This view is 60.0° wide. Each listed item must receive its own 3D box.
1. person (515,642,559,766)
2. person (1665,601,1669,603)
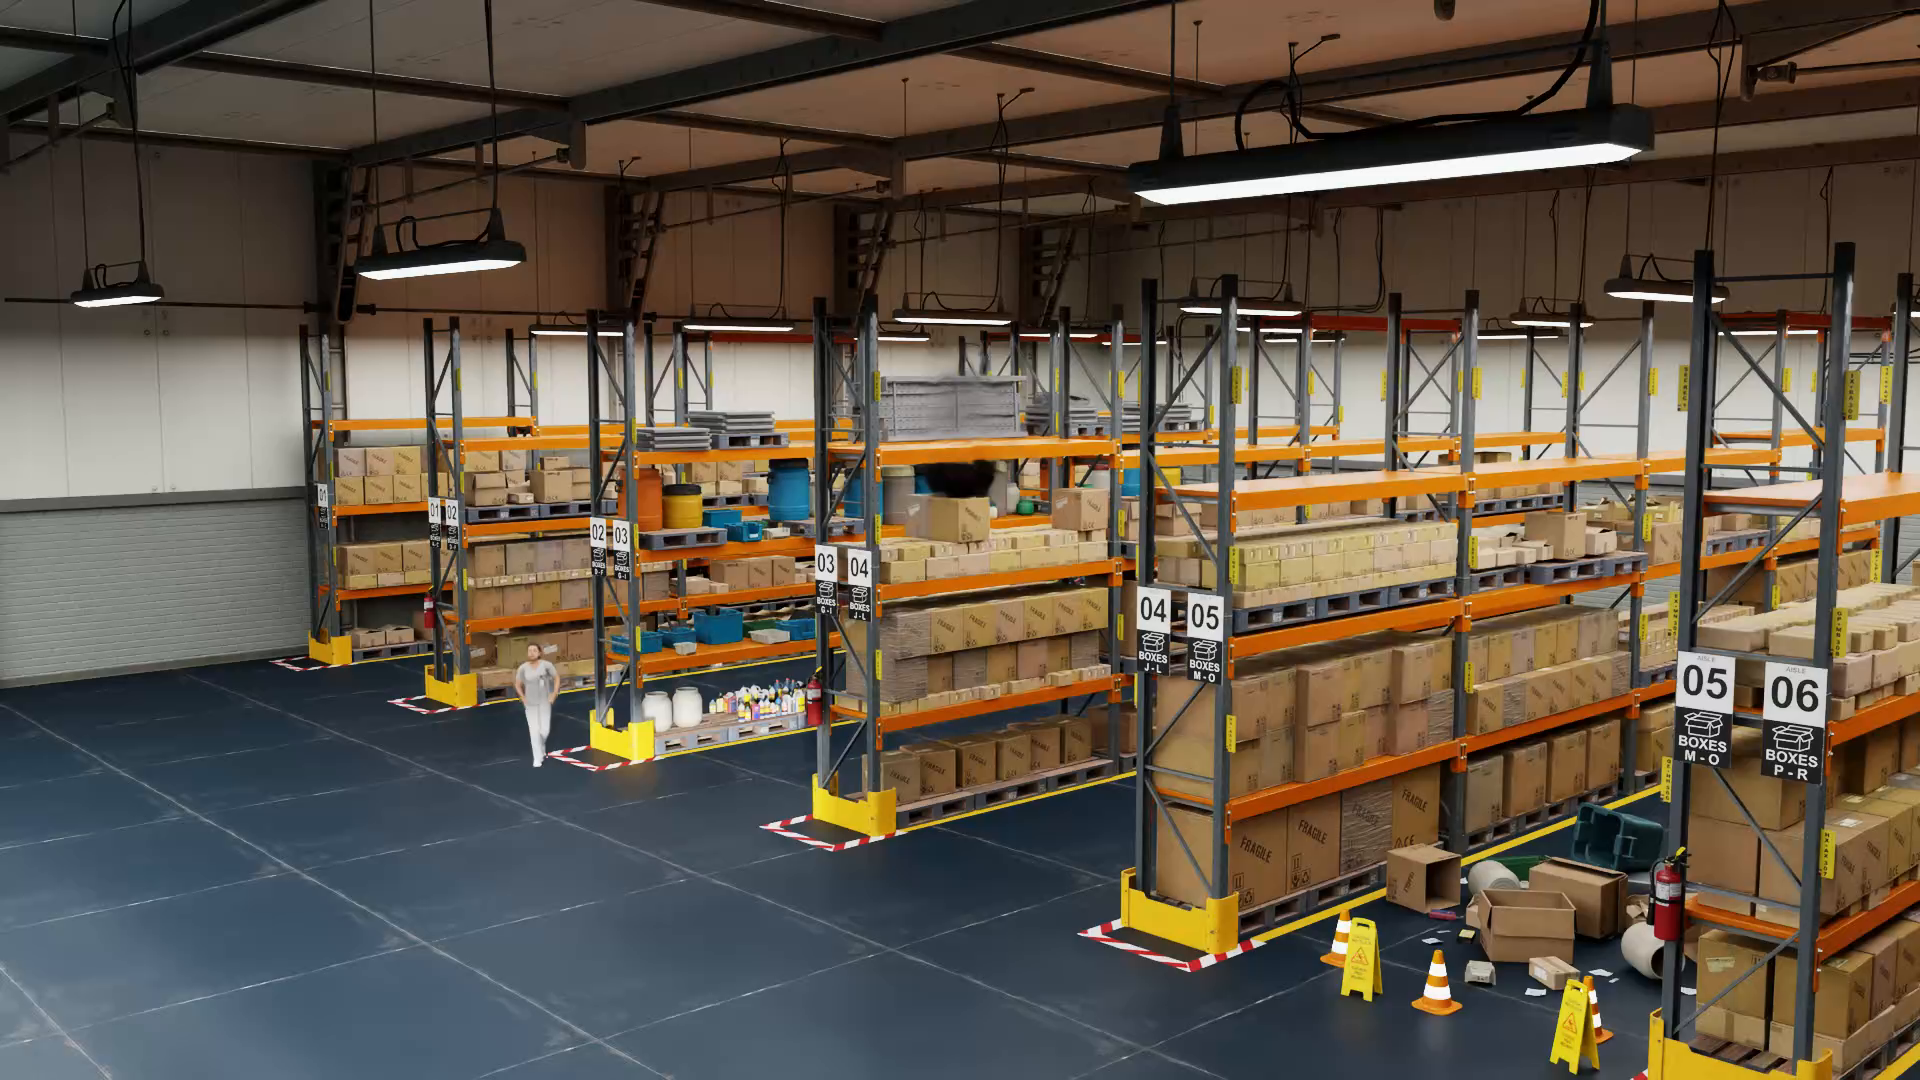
[{"bbox_3d":[-5.561,2.154,21.875,0.571,1.633,0.532,-1,6,-11],"label":"person"},{"bbox_3d":[10.830,1.770,25.323,0.994,1.752,0.701,-6,8,-44],"label":"person"}]
